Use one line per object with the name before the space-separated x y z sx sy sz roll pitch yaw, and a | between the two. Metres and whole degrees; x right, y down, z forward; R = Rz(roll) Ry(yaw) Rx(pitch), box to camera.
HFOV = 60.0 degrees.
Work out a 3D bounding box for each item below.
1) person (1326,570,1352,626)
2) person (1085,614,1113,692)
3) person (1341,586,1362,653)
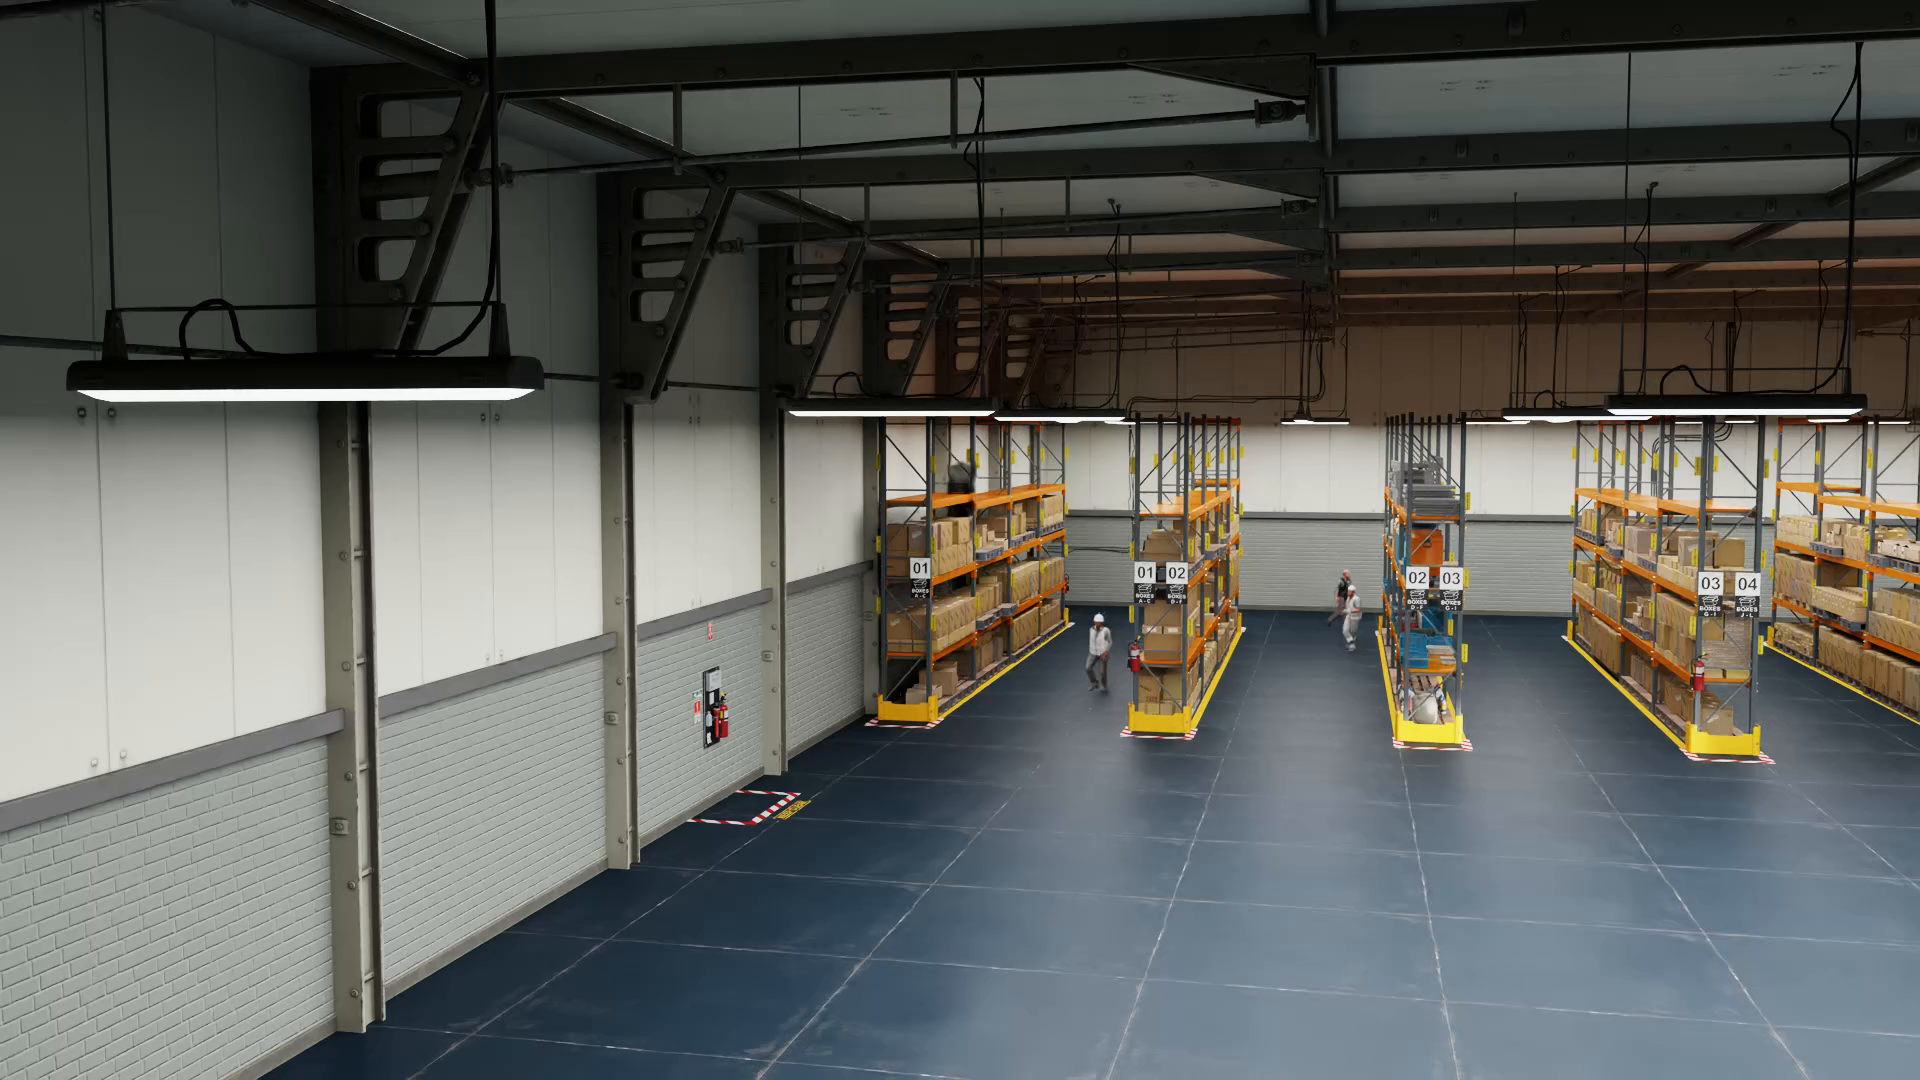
person | 10.932 1.684 47.369 0.799 1.662 0.893 4 5 42
person | 3.023 2.428 35.782 0.643 1.711 0.770 2 4 27
person | 10.038 2.007 42.514 0.717 1.729 0.800 -3 5 -34
